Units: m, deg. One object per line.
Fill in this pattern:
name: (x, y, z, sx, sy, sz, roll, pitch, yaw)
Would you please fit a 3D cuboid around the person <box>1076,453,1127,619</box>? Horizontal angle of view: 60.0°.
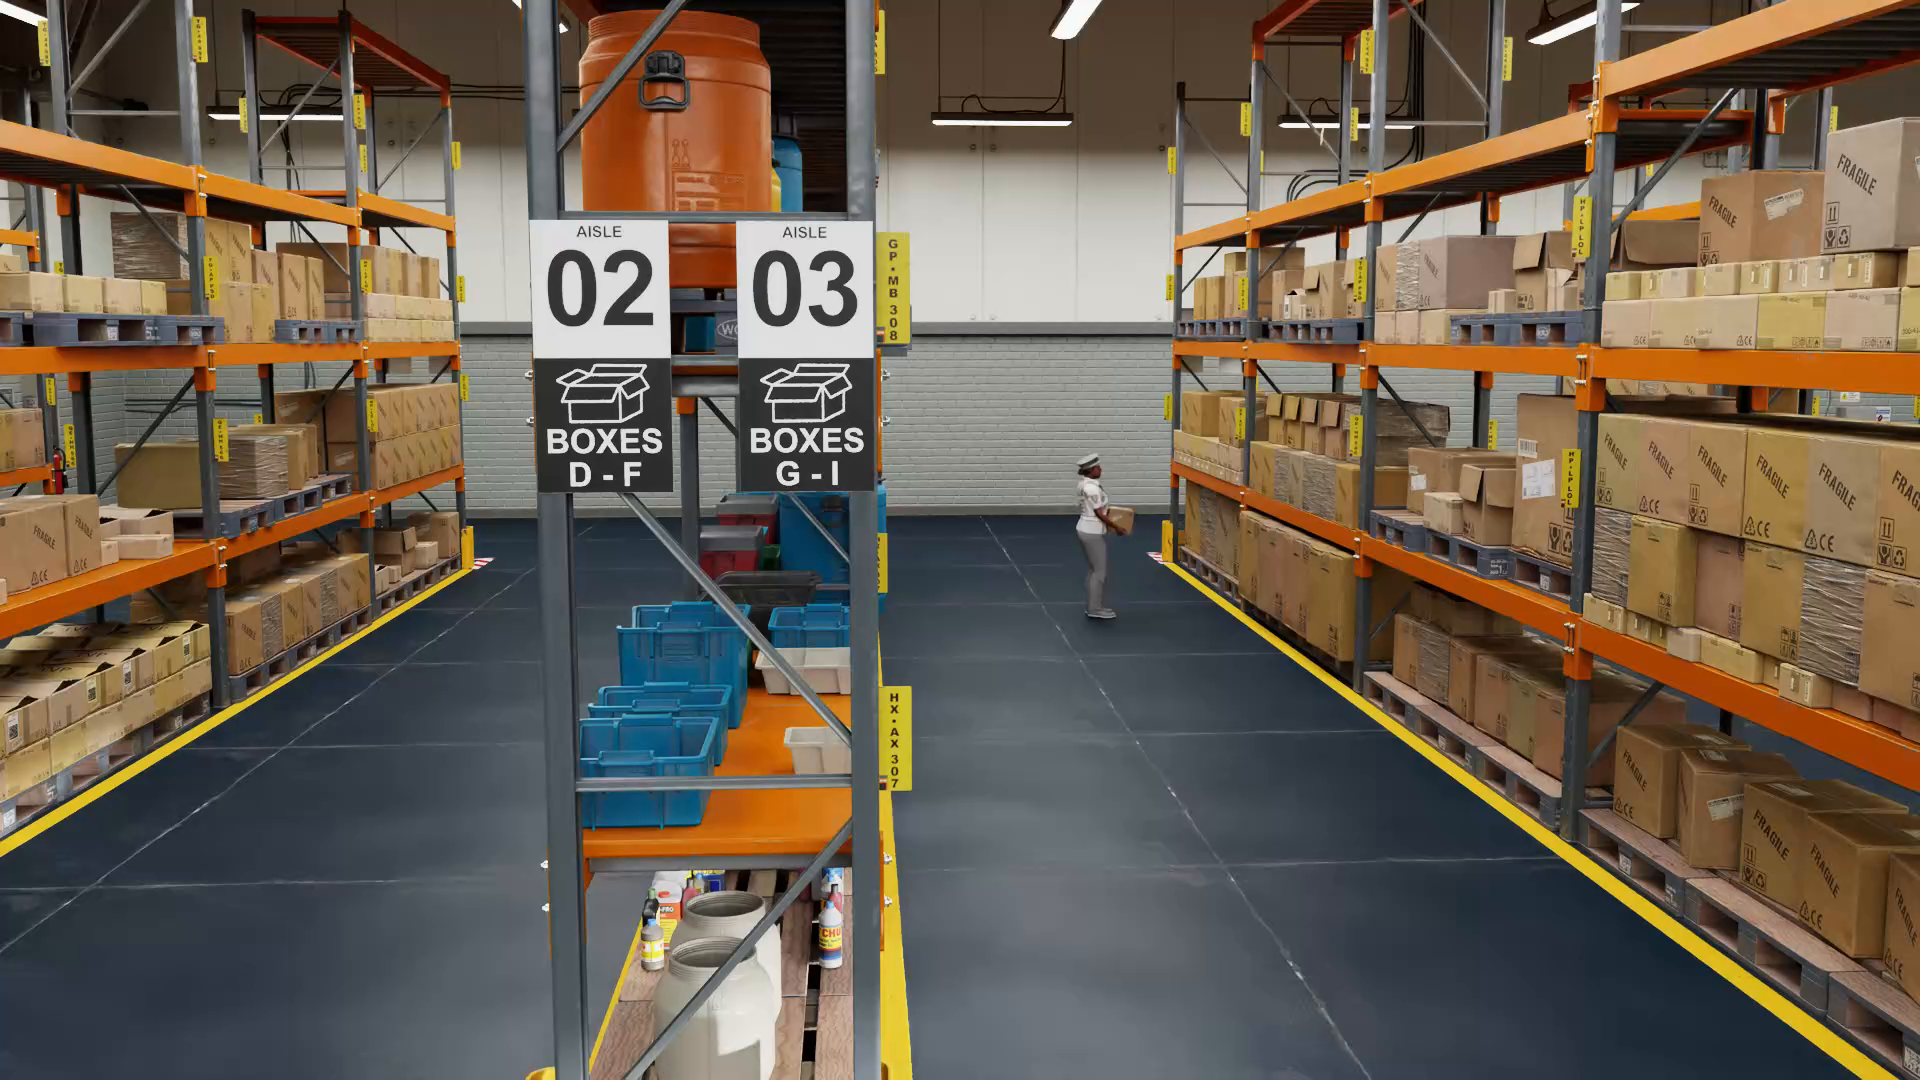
person: (1.446, -0.046, 17.059, 0.513, 1.686, 0.450, 0, 7, -3)
